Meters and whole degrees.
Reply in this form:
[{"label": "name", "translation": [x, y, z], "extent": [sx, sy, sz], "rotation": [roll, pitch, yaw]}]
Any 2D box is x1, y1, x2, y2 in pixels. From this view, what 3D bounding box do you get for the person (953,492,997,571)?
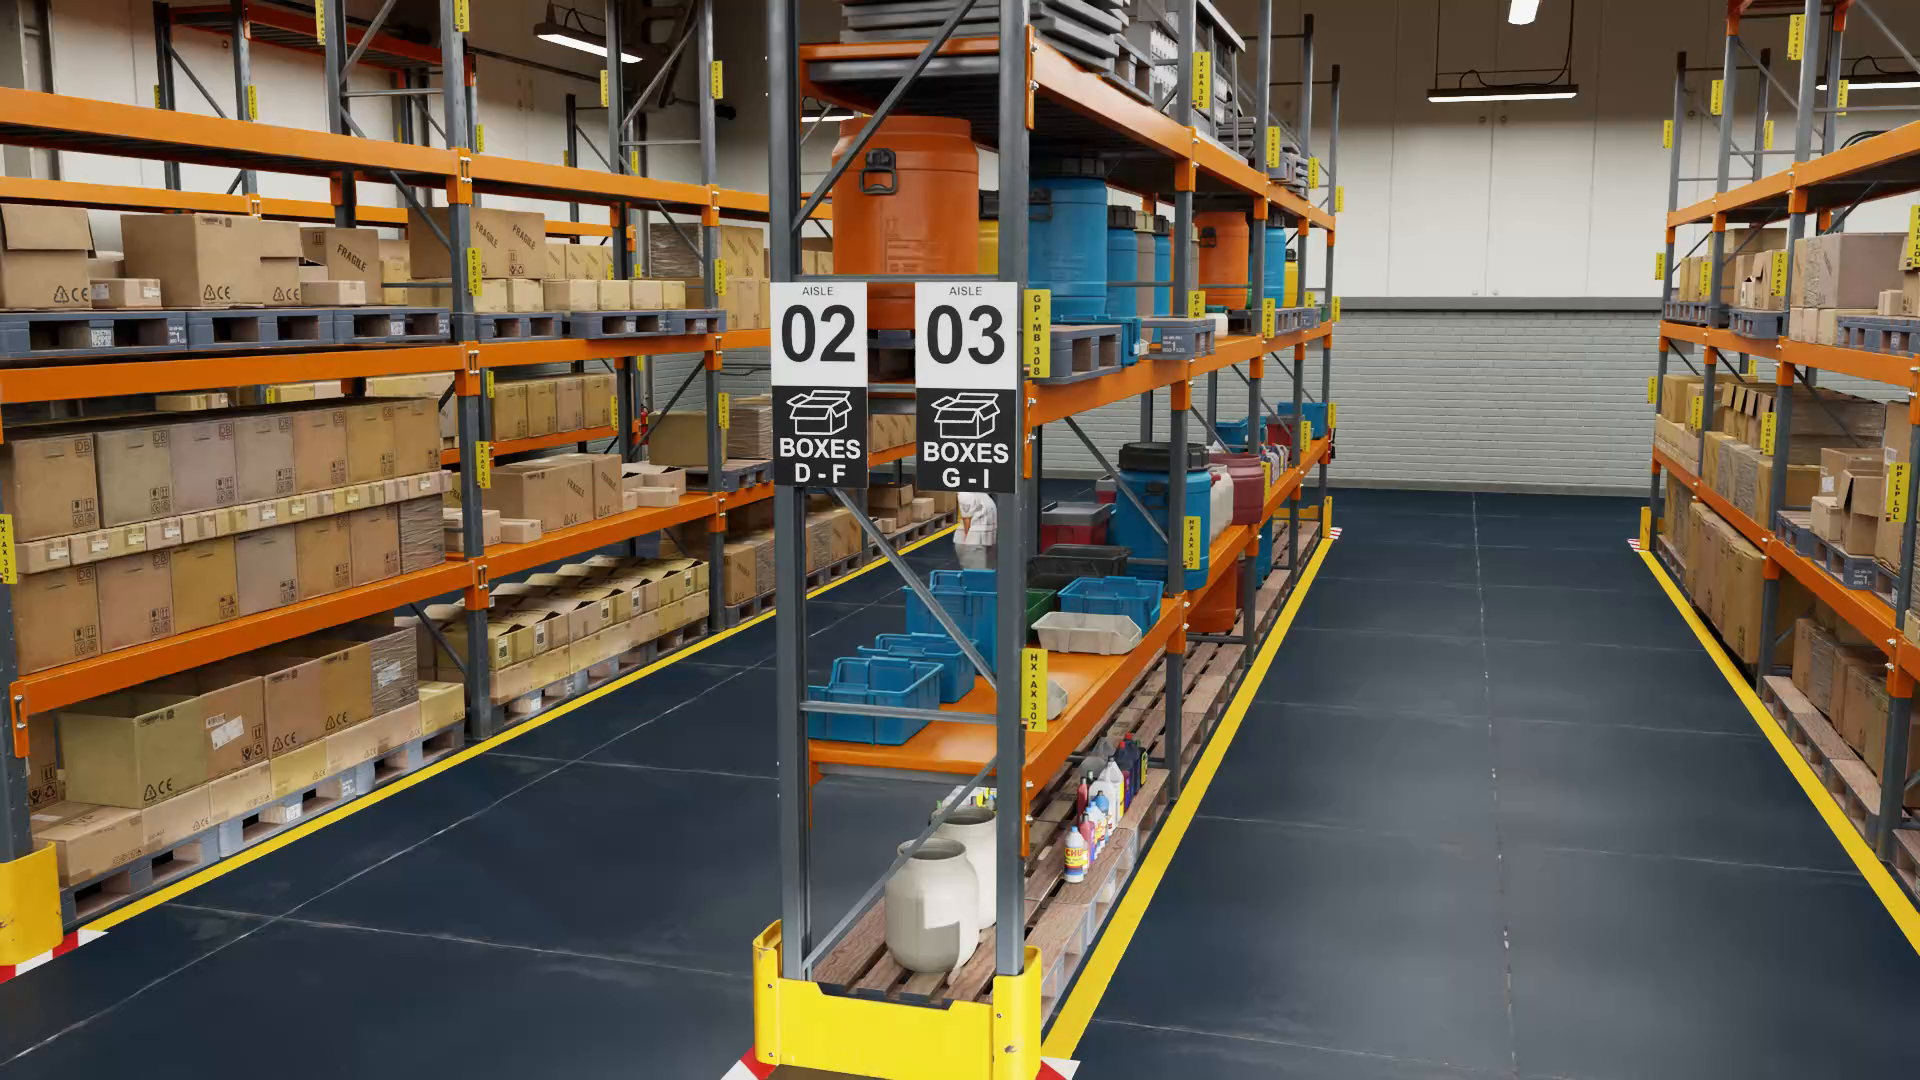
[{"label": "person", "translation": [0.151, 0.066, 15.449], "extent": [0.389, 1.653, 0.474], "rotation": [3, 9, 17]}]
